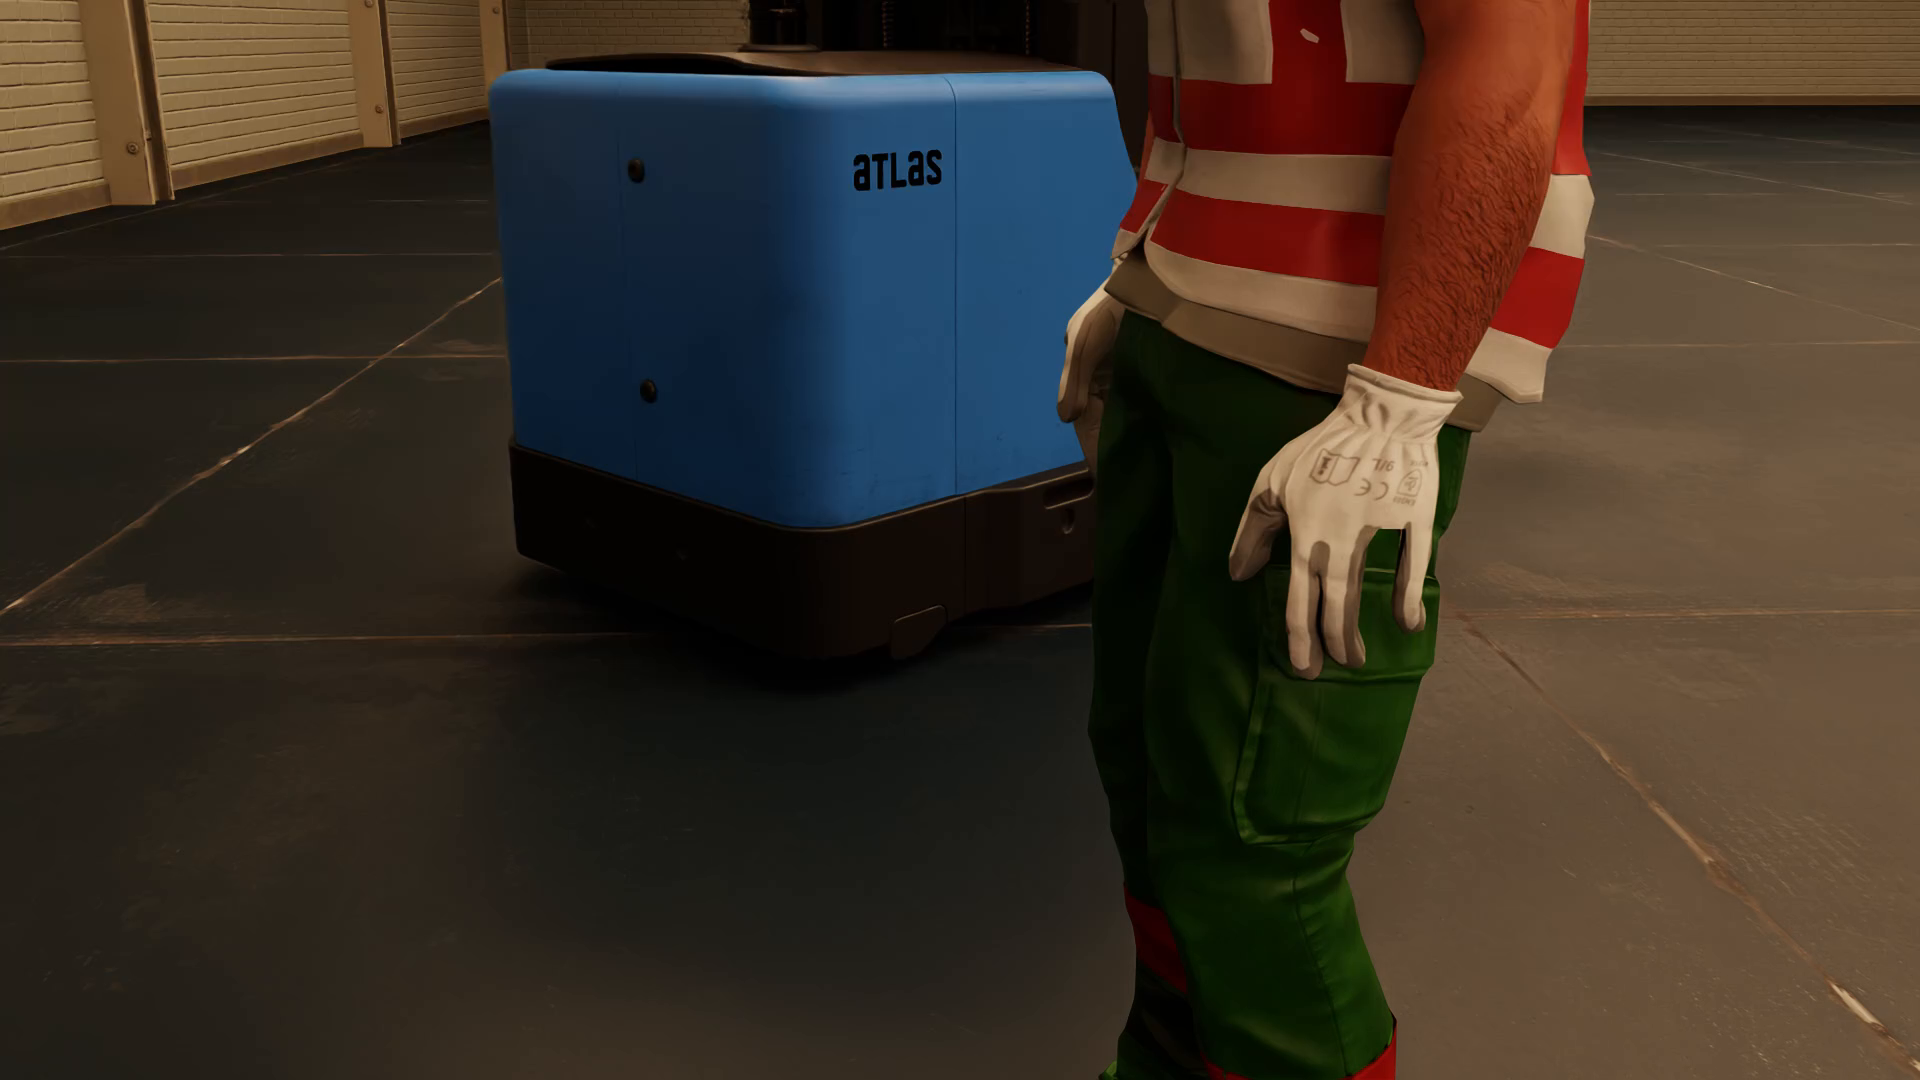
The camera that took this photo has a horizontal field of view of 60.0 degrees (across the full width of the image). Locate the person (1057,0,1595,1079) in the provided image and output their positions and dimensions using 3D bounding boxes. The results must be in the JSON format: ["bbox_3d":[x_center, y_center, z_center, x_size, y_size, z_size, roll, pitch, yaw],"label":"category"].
[{"bbox_3d":[0.224,-0.133,1.317,0.451,1.779,0.618,-3,17,-10],"label":"person"}]

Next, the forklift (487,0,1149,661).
[{"bbox_3d":[0.422,-1.531,3.912,1.130,2.935,3.031,16,23,42],"label":"forklift"}]
